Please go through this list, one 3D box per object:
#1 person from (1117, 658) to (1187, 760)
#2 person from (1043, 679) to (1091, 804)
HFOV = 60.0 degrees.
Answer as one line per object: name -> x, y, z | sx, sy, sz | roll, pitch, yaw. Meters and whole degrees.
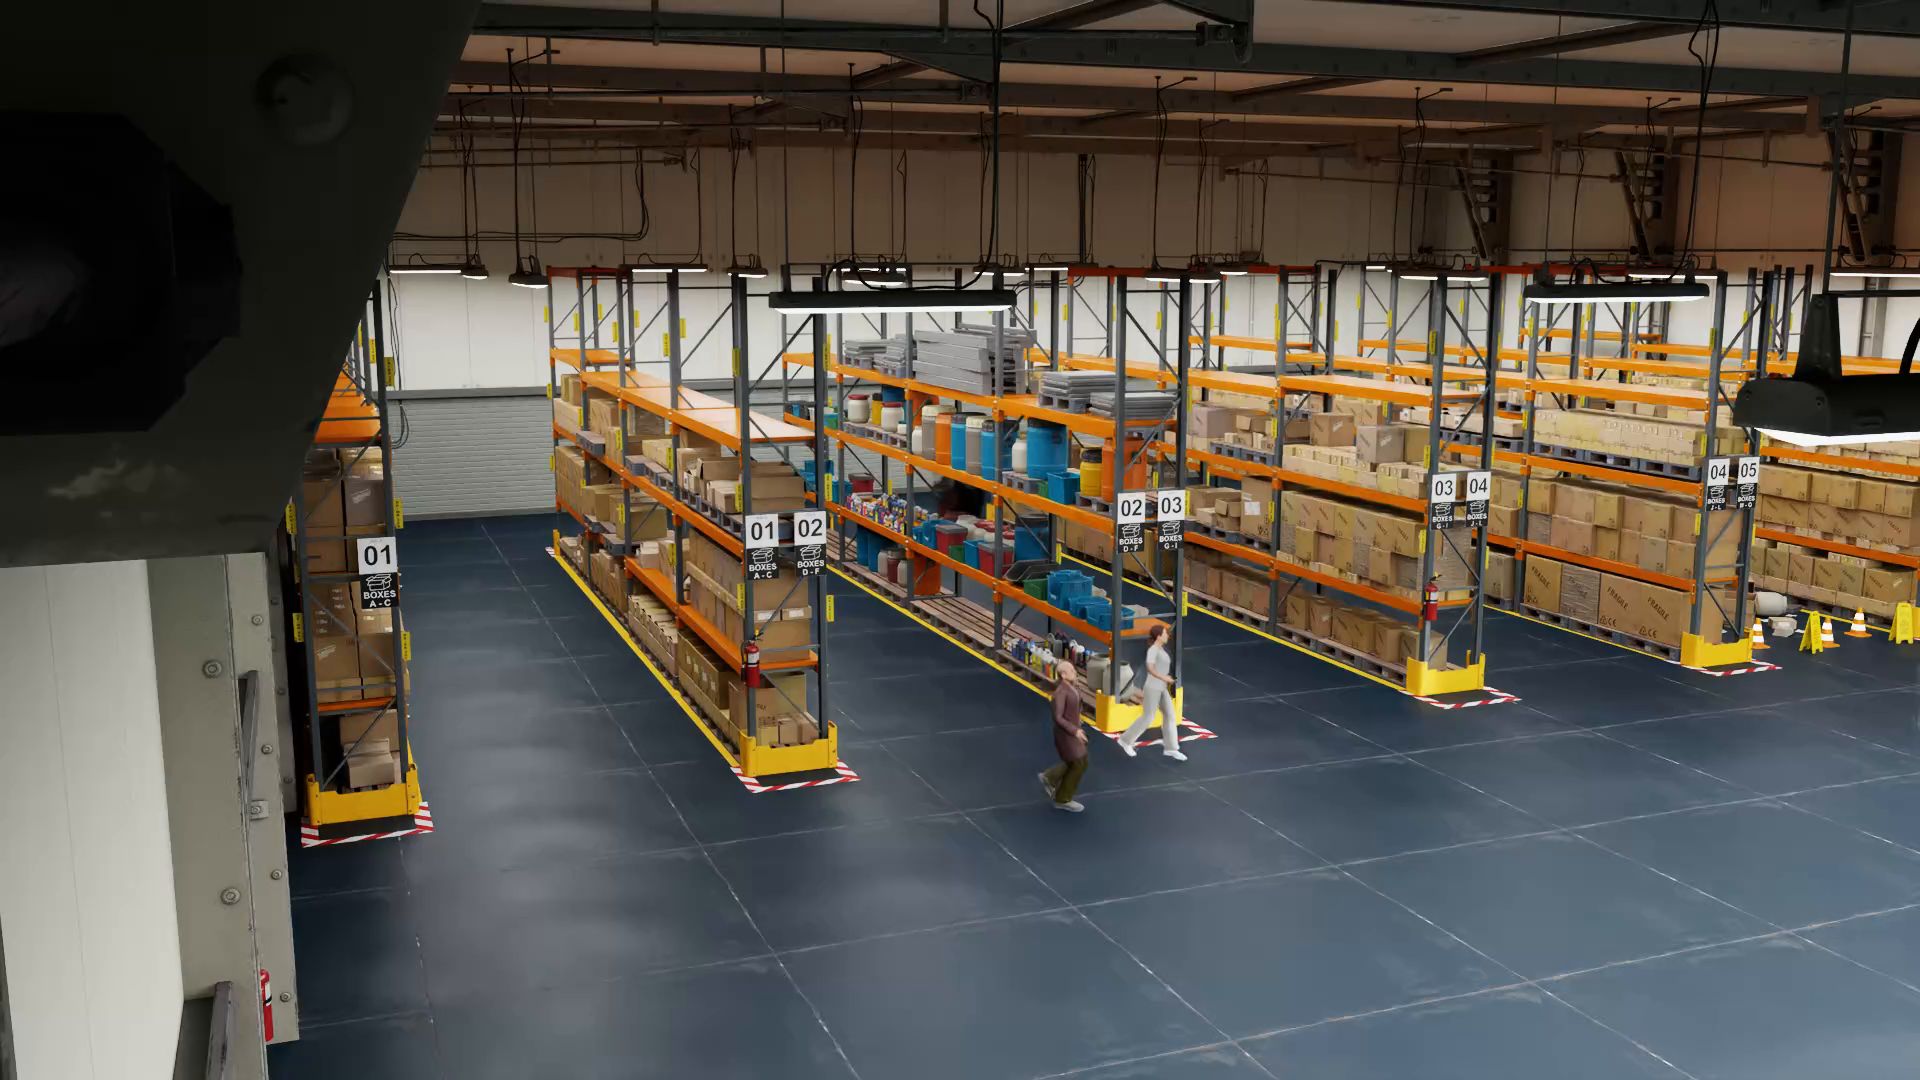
person -> 2.445, 2.114, 20.904 | 0.879, 1.236, 0.441 | 4, 11, 20
person -> 1.216, 2.290, 18.936 | 0.542, 1.468, 0.711 | 1, 10, 8
